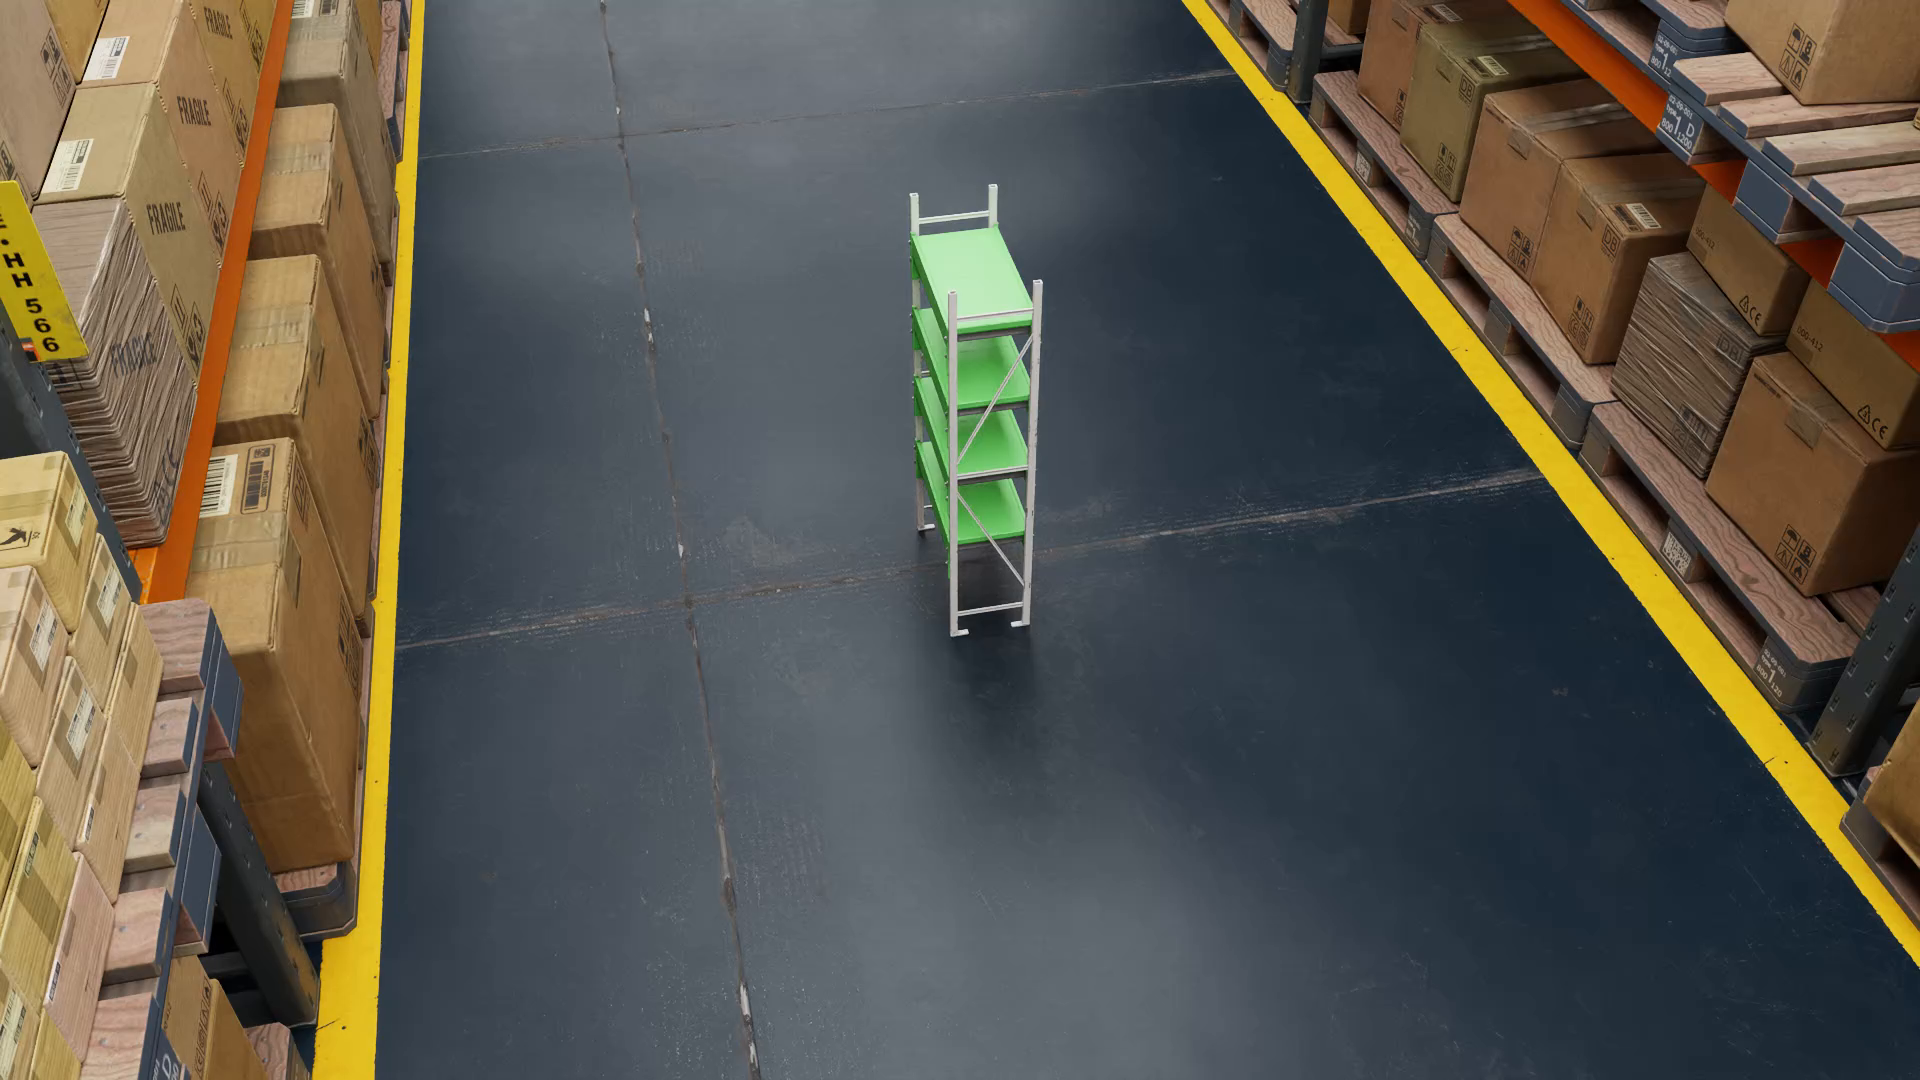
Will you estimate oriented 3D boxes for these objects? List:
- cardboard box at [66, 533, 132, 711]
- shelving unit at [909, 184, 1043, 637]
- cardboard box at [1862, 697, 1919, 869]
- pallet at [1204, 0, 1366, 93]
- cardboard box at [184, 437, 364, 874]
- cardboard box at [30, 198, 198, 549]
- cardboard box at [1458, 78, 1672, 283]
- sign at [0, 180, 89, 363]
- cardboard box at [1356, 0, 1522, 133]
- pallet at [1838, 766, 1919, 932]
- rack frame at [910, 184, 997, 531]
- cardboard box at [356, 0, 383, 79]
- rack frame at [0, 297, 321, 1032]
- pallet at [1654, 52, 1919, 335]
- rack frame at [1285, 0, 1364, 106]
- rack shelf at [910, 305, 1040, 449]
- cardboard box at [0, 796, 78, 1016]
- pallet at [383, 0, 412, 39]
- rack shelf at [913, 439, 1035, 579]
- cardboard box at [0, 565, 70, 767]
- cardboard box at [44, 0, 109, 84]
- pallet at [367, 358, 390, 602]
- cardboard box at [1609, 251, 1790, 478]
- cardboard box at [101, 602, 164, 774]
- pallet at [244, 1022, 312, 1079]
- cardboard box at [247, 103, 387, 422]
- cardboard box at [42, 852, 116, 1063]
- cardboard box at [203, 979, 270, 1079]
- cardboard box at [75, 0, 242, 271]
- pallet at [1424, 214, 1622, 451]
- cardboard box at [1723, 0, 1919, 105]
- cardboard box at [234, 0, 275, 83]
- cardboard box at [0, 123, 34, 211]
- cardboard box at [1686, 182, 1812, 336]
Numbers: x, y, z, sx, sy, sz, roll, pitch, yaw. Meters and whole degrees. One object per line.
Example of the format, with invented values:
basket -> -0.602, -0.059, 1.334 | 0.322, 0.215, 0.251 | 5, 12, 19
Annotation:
cardboard box -> -1.475, 0.145, 2.476 | 0.380, 0.149, 0.250 | -8, 42, -8
shelving unit -> 0.036, -0.341, 4.731 | 0.258, 1.200, 0.503 | -8, 42, -9
cardboard box -> 2.967, 0.507, 3.703 | 1.225, 0.875, 0.875 | -10, 43, -11
pallet -> 1.795, -2.561, 7.976 | 1.003, 0.211, 1.213 | -8, 42, -9
cardboard box -> -2.070, 0.341, 3.985 | 1.050, 0.750, 0.750 | -9, 42, -10
cardboard box -> -1.860, -0.303, 3.256 | 0.500, 0.500, 0.500 | -8, 42, -9
cardboard box -> 2.292, -1.328, 6.038 | 0.700, 0.500, 0.500 | -12, 43, -13
sign -> -1.499, -0.423, 2.654 | 0.100, 0.325, 0.005 | -8, 42, -9
cardboard box -> 2.086, -2.002, 6.798 | 0.700, 0.500, 0.500 | -11, 43, -13
pallet -> 2.935, 0.984, 3.983 | 1.003, 0.211, 1.213 | -8, 42, -9
rack frame -> -0.017, -0.500, 4.909 | 0.240, 1.200, 0.015 | -8, 42, -9
cardboard box -> -2.957, -2.309, 6.875 | 0.875, 0.875, 0.875 | -8, 42, -9
rack frame -> -2.027, 0.064, 2.918 | 1.000, 3.000, 0.127 | -8, 42, -9
pallet -> 2.580, -0.956, 4.212 | 1.213, 0.211, 1.003 | -8, 42, -9
rack frame -> 1.975, -3.174, 6.566 | 1.000, 3.000, 0.127 | -8, 42, -9
rack shelf -> 0.036, -0.473, 4.614 | 0.258, 0.148, 0.480 | -8, 42, -9
cardboard box -> -1.357, 0.488, 2.090 | 0.380, 0.149, 0.250 | -7, 42, -8
pallet -> -3.245, -2.782, 8.225 | 1.003, 0.211, 1.213 | -8, 42, -9
rack shelf -> 0.036, -0.114, 4.933 | 0.258, 0.148, 0.480 | -8, 42, -9
cardboard box -> -1.421, 0.194, 2.197 | 0.380, 0.149, 0.250 | -9, 42, -10
cardboard box -> -2.337, -1.299, 3.626 | 0.700, 0.500, 0.500 | -9, 42, -10
pallet -> -2.383, -0.204, 5.321 | 1.003, 0.211, 1.213 | -8, 42, -9
cardboard box -> 2.542, -0.600, 5.218 | 0.700, 0.500, 0.500 | -12, 43, -13
cardboard box -> -1.471, 0.255, 2.576 | 0.380, 0.149, 0.250 | -8, 42, -9
pallet -> -1.859, 1.614, 3.273 | 1.003, 0.211, 1.213 | -8, 42, -9
cardboard box -> -2.464, -0.829, 5.302 | 1.050, 0.750, 0.750 | -8, 42, -9
cardboard box -> -1.364, 0.583, 2.206 | 0.380, 0.149, 0.250 | -8, 42, -9
cardboard box -> -1.629, 1.231, 3.170 | 0.500, 0.500, 0.500 | -9, 42, -9
cardboard box -> -2.081, -0.959, 3.995 | 0.500, 0.500, 0.500 | -8, 42, -9
pallet -> 2.411, -0.834, 6.030 | 1.003, 0.211, 1.213 | -8, 42, -9
cardboard box -> 2.464, -1.467, 4.252 | 0.700, 0.500, 0.500 | -3, 42, -3
cardboard box -> -2.298, -1.611, 4.730 | 0.500, 0.500, 0.500 | -8, 42, -9
cardboard box -> -2.114, -0.639, 2.882 | 0.700, 0.500, 0.500 | -9, 42, -10
cardboard box -> 2.540, -0.863, 4.950 | 0.500, 0.250, 0.500 | -4, 42, -4
